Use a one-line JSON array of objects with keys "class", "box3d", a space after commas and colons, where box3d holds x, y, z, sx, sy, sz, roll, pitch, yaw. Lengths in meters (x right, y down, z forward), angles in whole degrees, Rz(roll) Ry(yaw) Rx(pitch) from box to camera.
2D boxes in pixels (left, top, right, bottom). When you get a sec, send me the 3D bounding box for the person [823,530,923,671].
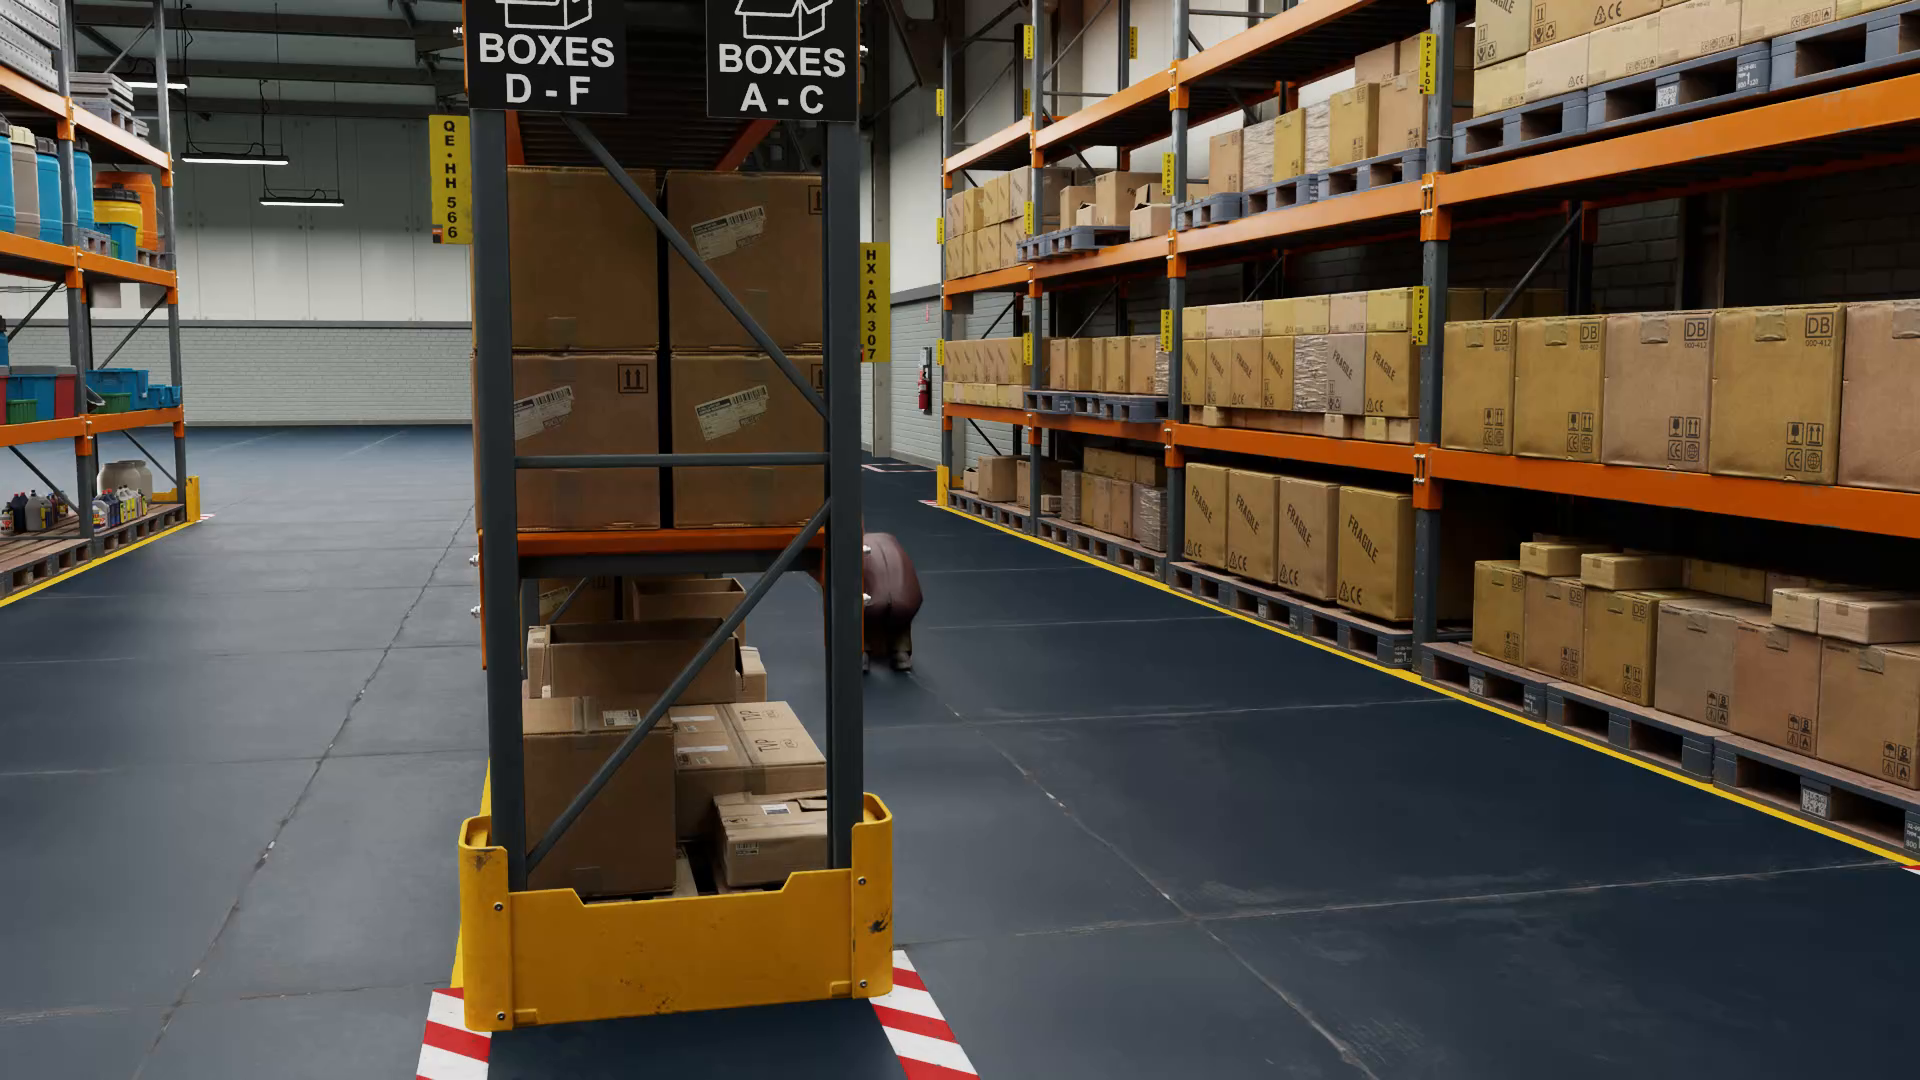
[{"class": "person", "box3d": [-0.525, 0.371, 9.890, 0.580, 0.874, 0.921, -2, 6, -15]}]
